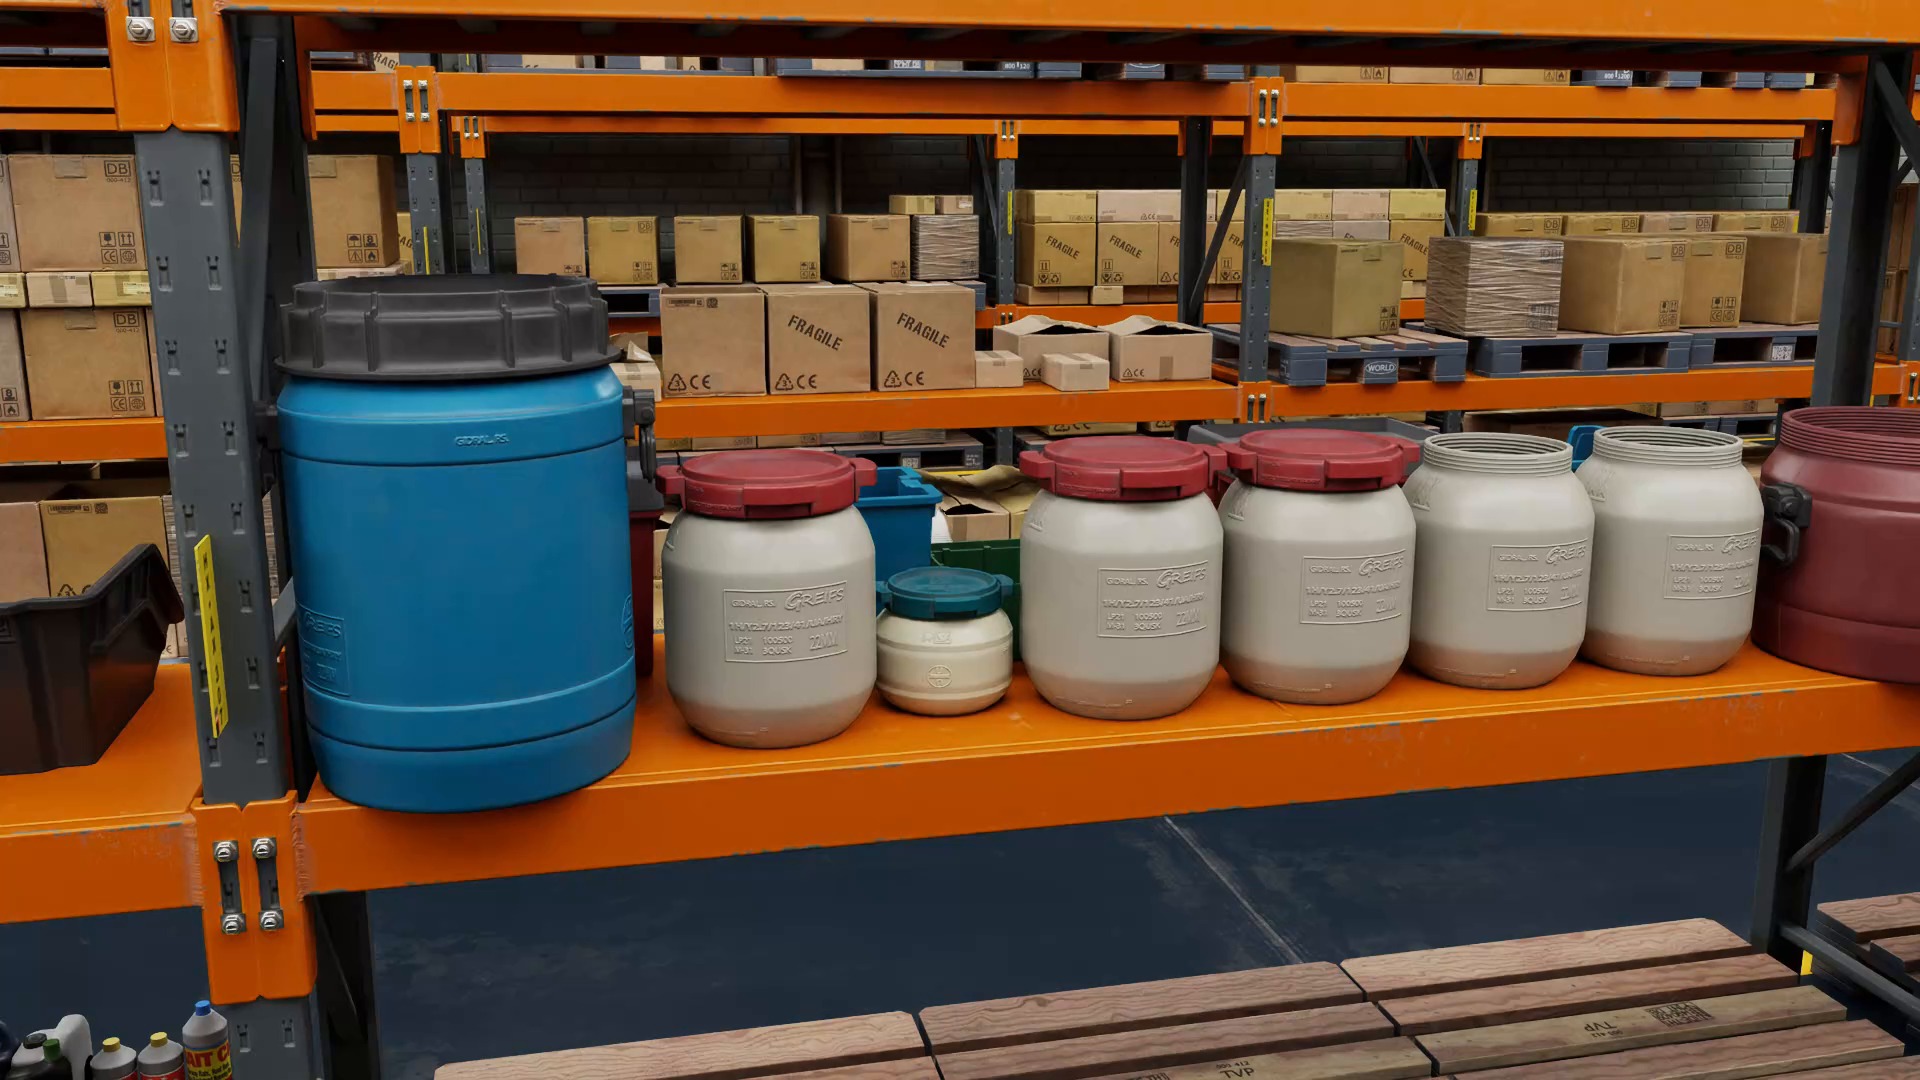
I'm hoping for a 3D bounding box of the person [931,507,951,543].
[{"bbox_3d":[-0.516,0.220,7.158,0.945,1.231,0.498,-4,13,-16],"label":"person"}]
